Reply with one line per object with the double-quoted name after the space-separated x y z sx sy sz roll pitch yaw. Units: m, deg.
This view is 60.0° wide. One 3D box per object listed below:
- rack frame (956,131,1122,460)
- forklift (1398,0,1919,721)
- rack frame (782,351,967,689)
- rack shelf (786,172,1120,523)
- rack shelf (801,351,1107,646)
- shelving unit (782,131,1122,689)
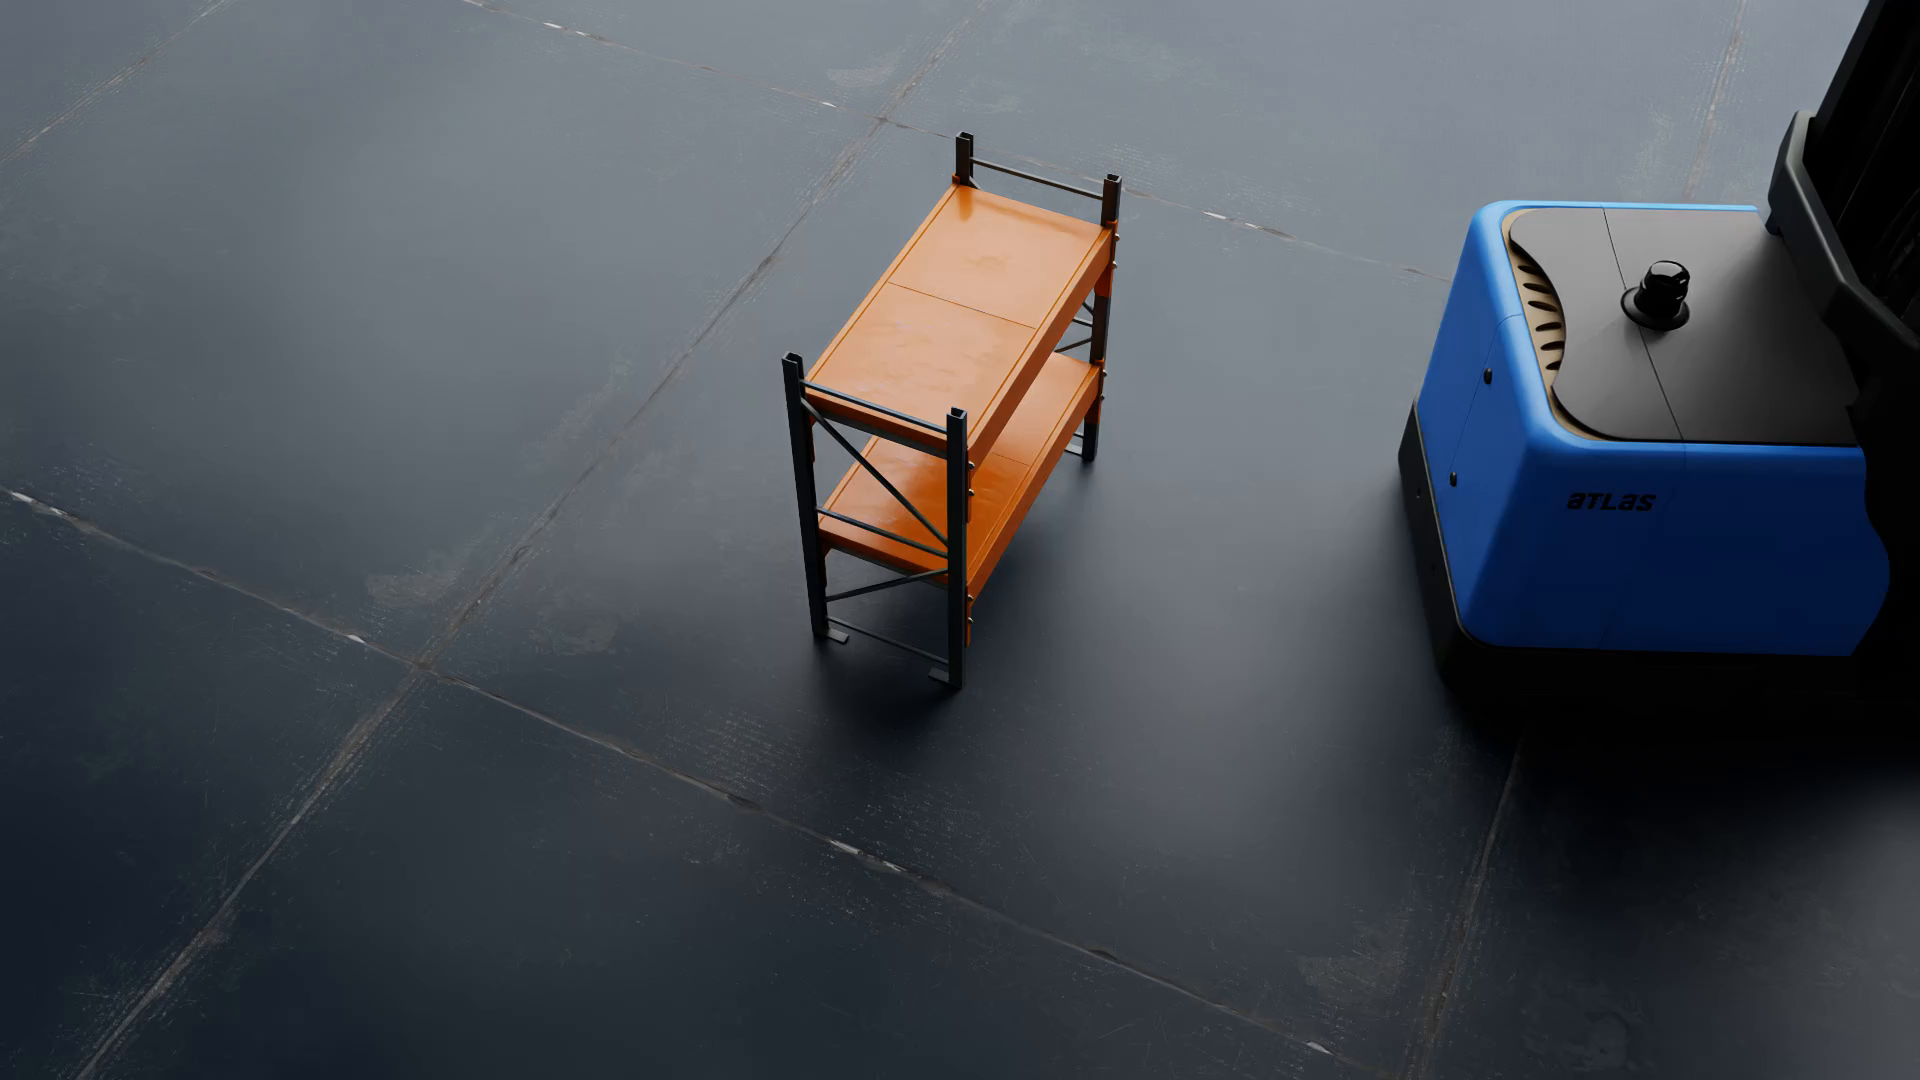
0.220 -0.719 5.123 0.500 1.125 0.032 20 52 16 "rack frame"
2.916 -0.806 4.011 3.031 2.935 1.130 1 50 1 "forklift"
-0.214 -0.019 4.528 0.500 1.125 0.032 20 52 16 "rack frame"
0.003 -0.559 4.603 0.538 0.278 1.000 20 52 16 "rack shelf"
0.003 -0.211 5.012 0.538 0.278 1.000 20 52 16 "rack shelf"
0.003 -0.369 4.826 0.538 1.125 1.048 20 52 16 "shelving unit"
